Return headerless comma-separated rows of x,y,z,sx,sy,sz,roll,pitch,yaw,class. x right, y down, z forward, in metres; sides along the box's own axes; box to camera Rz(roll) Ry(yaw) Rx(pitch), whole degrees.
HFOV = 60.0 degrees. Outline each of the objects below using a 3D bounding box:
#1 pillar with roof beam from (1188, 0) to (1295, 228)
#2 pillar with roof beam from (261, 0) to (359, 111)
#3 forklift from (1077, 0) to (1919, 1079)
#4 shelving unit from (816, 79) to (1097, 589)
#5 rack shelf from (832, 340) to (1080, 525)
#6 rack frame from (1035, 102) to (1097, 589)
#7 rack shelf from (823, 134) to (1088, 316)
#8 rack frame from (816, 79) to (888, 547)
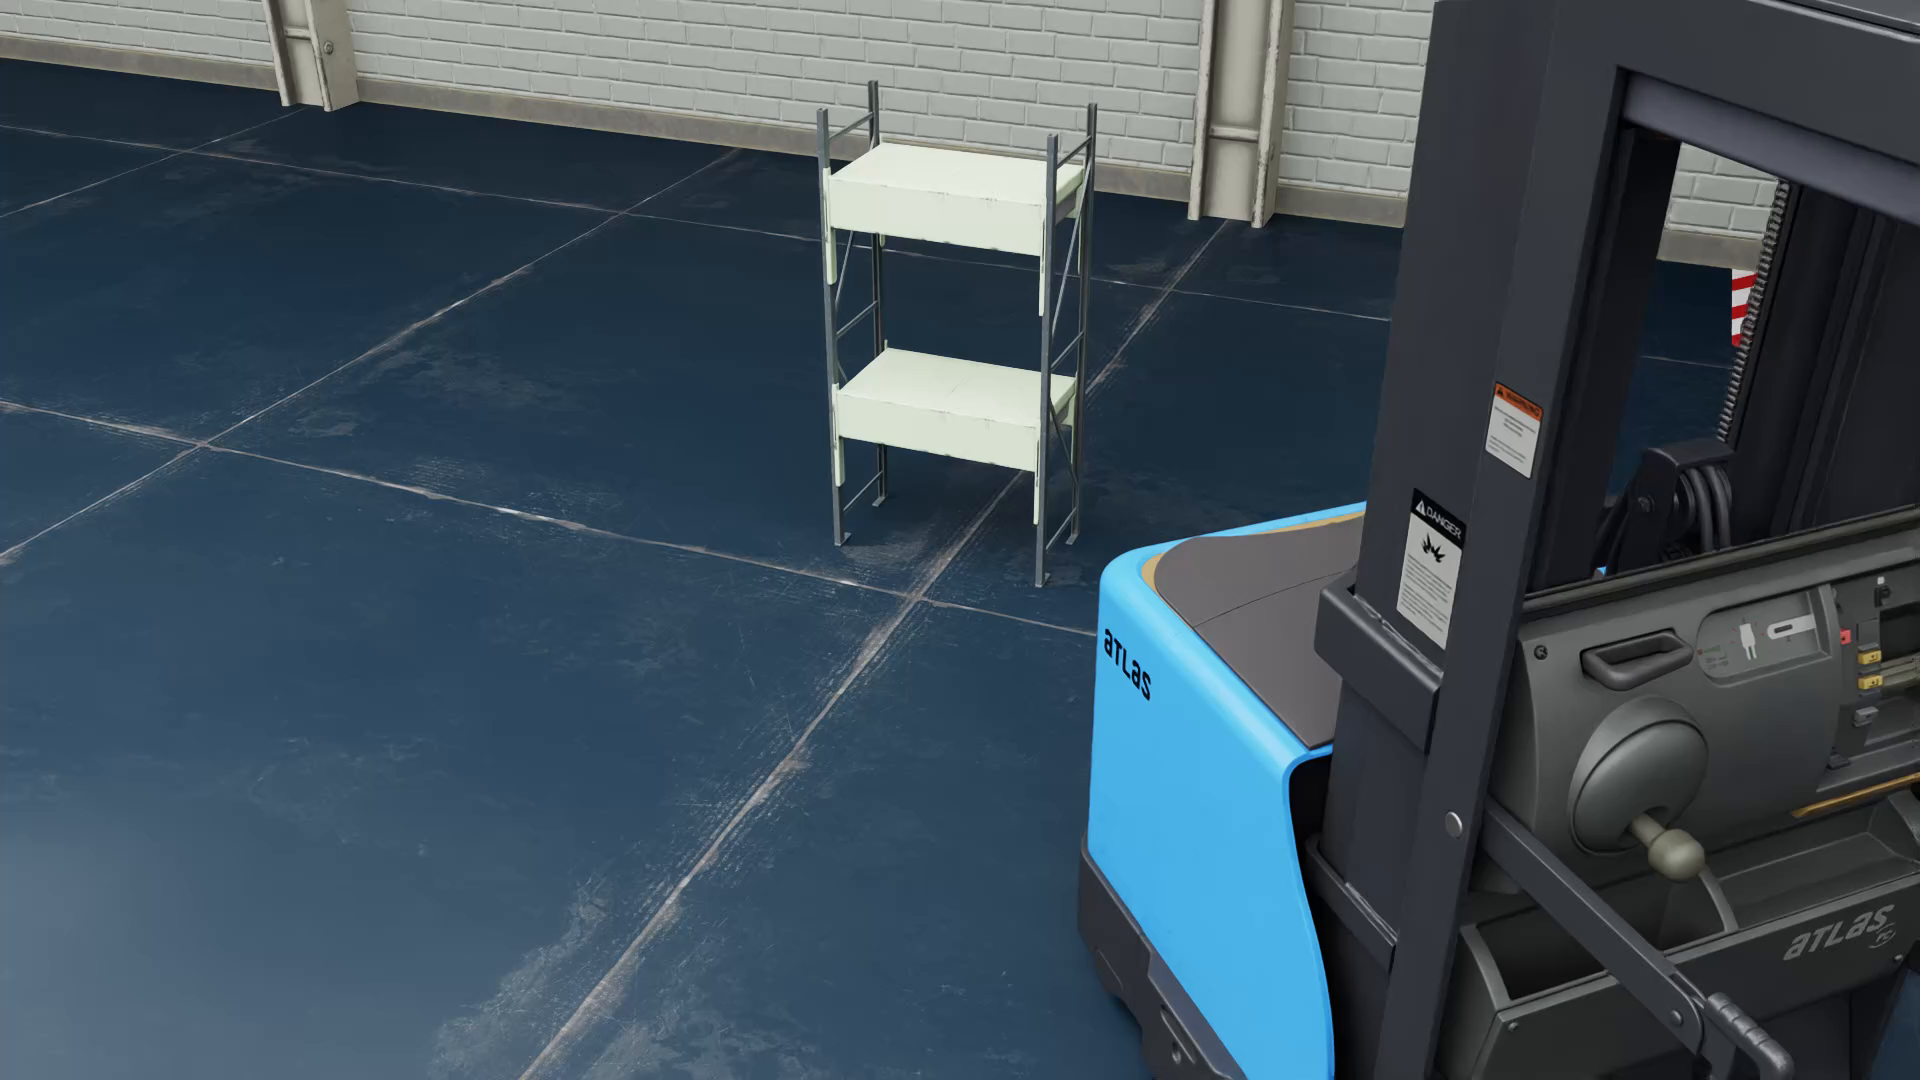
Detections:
-0.183,-3.674,3.105,0.400,9.000,9.100,11,31,19,pillar with roof beam
-5.742,-4.784,5.069,0.400,9.000,9.100,11,31,19,pillar with roof beam
1.295,0.274,2.287,1.130,2.935,3.031,-11,31,-19,forklift
-0.006,-0.654,5.383,0.755,1.500,0.431,11,31,19,shelving unit
-0.006,-0.370,5.544,0.720,0.370,0.431,11,31,19,rack shelf
0.333,-0.586,5.263,0.023,1.500,0.400,11,31,19,rack frame
-0.006,-0.994,5.191,0.720,0.370,0.431,11,31,19,rack shelf
-0.345,-0.722,5.503,0.023,1.500,0.400,11,31,19,rack frame
